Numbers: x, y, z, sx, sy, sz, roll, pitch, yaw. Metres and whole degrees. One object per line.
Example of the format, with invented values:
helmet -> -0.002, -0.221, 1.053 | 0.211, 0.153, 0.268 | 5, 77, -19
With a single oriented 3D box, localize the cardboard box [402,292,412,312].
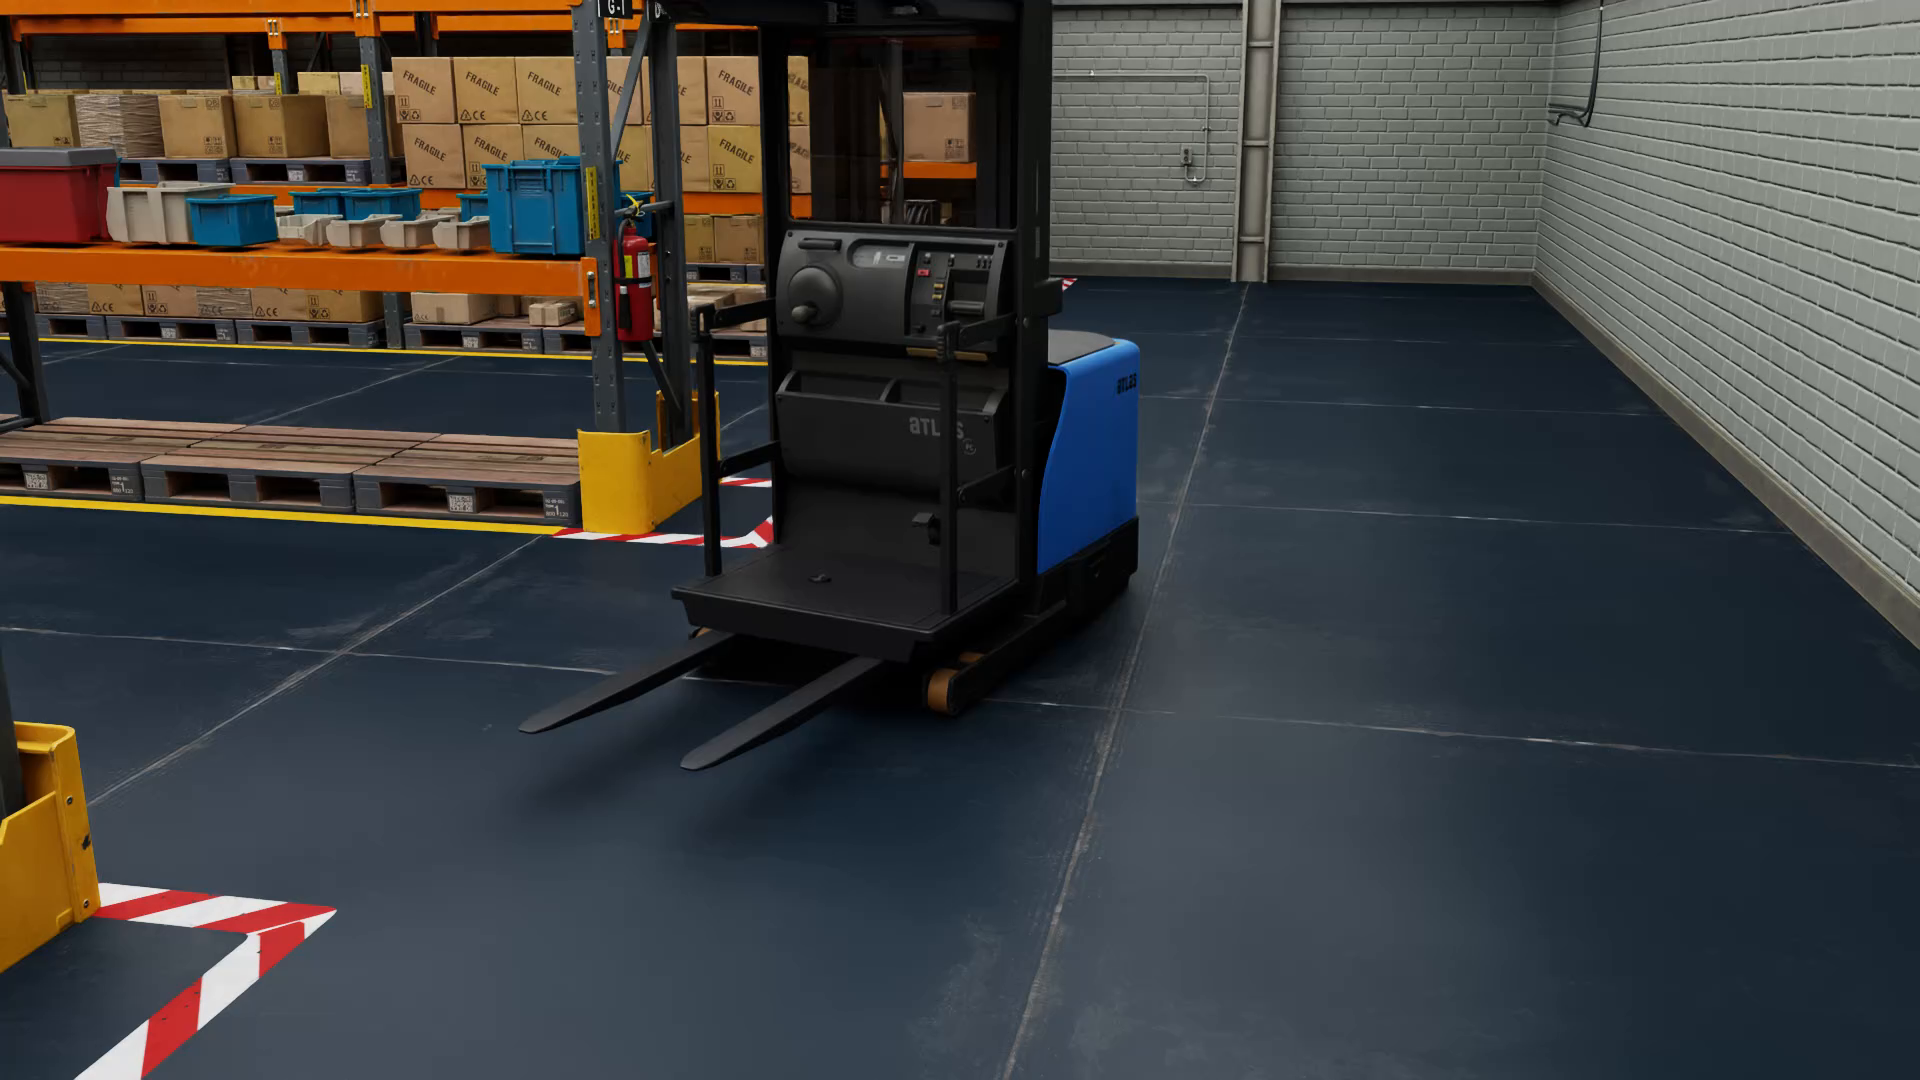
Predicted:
cardboard box -> -4.960, -2.231, 14.285 | 0.500, 0.500, 0.500 | 2, 16, 9

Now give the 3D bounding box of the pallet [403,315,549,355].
pallet -> -3.861, -1.753, 13.927 | 1.213, 0.211, 1.003 | 3, 16, 11

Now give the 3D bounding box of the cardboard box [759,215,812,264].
cardboard box -> -1.844, -3.306, 18.203 | 0.500, 0.500, 0.700 | 3, 16, 12

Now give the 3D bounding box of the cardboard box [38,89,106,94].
cardboard box -> -10.352, -5.048, 19.586 | 0.500, 0.500, 0.700 | 5, 16, 17

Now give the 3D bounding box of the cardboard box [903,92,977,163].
cardboard box -> -0.133, -4.386, 17.647 | 0.700, 0.700, 0.980 | 4, 16, 14

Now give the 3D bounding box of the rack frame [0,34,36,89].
rack frame -> -11.390, -4.856, 19.903 | 0.127, 3.000, 1.000 | 3, 16, 11

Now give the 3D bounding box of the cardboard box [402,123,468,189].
cardboard box -> -4.089, -3.084, 13.319 | 0.500, 0.500, 0.500 | 4, 16, 13

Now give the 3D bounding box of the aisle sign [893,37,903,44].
aisle sign -> -0.489, -4.247, 12.836 | 0.004, 0.787, 0.394 | 3, 16, 11

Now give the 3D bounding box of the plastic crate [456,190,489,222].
plastic crate -> -2.427, -1.708, 8.741 | 0.300, 0.233, 0.416 | 3, 16, 11

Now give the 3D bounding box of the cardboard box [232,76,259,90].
cardboard box -> -8.133, -5.240, 19.062 | 0.250, 0.149, 0.380 | 0, 15, 2

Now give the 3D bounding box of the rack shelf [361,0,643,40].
rack shelf -> -2.574, -4.127, 12.999 | 4.000, 0.370, 1.077 | 3, 16, 11

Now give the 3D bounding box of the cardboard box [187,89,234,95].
cardboard box -> -8.486, -4.948, 19.225 | 0.500, 0.500, 0.700 | 2, 16, 6

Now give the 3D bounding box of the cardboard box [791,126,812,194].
cardboard box -> -1.108, -2.922, 12.735 | 0.500, 0.500, 0.500 | 4, 16, 13

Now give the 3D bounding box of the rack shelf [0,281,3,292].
rack shelf -> -7.485, -1.598, 9.490 | 4.000, 0.370, 1.077 | 3, 16, 11

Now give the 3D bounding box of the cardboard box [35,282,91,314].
cardboard box -> -7.551, -2.229, 14.278 | 0.500, 0.500, 0.500 | 3, 16, 9

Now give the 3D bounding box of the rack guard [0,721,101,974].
rack guard -> -2.569, 0.876, 3.894 | 0.348, 0.500, 1.175 | 3, 16, 11

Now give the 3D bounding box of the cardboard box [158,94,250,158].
cardboard box -> -6.278, -3.463, 13.899 | 0.500, 0.500, 0.700 | -1, 16, -3

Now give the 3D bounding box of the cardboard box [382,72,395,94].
cardboard box -> -6.059, -5.060, 18.453 | 0.500, 0.250, 0.500 | 3, 16, 11

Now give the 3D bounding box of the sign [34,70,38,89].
sign -> -11.283, -5.559, 20.273 | 0.005, 0.325, 0.100 | 3, 16, 11

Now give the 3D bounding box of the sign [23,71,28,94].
sign -> -8.355, -4.009, 14.826 | 0.005, 0.325, 0.100 | 3, 16, 11

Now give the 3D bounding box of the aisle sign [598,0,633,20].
aisle sign -> -1.593, -2.798, 7.605 | 0.004, 0.787, 0.394 | 3, 16, 11

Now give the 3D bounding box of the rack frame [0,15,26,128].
rack frame -> -8.454, -3.347, 14.456 | 0.127, 3.000, 1.000 | 3, 16, 11

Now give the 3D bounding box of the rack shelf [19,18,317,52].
rack shelf -> -9.430, -5.848, 19.214 | 4.000, 0.370, 1.077 | 3, 16, 11

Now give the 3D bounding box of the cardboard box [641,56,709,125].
cardboard box -> -2.110, -3.456, 12.790 | 0.500, 0.500, 0.500 | 4, 16, 13

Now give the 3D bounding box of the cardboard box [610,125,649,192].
cardboard box -> -2.598, -3.004, 13.029 | 0.500, 0.500, 0.500 | 3, 16, 10

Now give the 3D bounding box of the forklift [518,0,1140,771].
forklift -> -0.354, -0.937, 5.884 | 1.130, 2.935, 3.031 | 8, 17, 26

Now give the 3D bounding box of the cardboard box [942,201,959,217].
cardboard box -> -0.174, -3.584, 17.994 | 0.250, 0.149, 0.380 | 3, 16, 11

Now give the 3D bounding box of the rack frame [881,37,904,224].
rack frame -> -0.614, -2.921, 12.919 | 0.127, 3.000, 1.000 | 3, 16, 11

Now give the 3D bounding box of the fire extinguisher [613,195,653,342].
fire extinguisher -> -1.548, -1.282, 7.844 | 0.183, 0.674, 0.296 | 3, 16, 11

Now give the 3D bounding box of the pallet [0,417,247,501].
pallet -> -4.797, -0.466, 9.278 | 1.213, 0.211, 1.003 | 3, 16, 11

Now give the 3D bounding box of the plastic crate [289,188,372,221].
plastic crate -> -3.366, -1.759, 8.925 | 0.300, 0.233, 0.416 | 3, 16, 11

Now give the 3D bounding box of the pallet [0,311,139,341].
pallet -> -7.730, -1.953, 14.649 | 1.213, 0.211, 1.003 | 3, 16, 11

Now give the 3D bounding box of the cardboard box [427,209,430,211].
cardboard box -> -5.919, -3.688, 18.926 | 0.750, 0.750, 0.750 | 3, 16, 11

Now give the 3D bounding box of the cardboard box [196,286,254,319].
cardboard box -> -6.049, -2.148, 13.986 | 0.500, 0.500, 0.500 | 3, 16, 12

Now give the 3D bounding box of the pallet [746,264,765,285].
pallet -> -1.622, -2.961, 18.286 | 1.213, 0.211, 1.003 | 3, 16, 11

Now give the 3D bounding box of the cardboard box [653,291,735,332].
cardboard box -> -2.121, -1.831, 13.310 | 0.500, 0.250, 0.500 | 3, 16, 11

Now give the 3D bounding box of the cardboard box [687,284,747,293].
cardboard box -> -2.071, -1.965, 13.792 | 0.500, 0.250, 0.500 | 3, 16, 11

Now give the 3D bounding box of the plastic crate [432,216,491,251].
plastic crate -> -2.440, -1.524, 8.255 | 0.243, 0.136, 0.396 | 3, 16, 11

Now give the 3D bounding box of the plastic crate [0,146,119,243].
plastic crate -> -4.700, -1.785, 8.585 | 0.583, 0.464, 0.402 | 3, 16, 11

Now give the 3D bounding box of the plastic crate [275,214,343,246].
plastic crate -> -3.293, -1.562, 8.394 | 0.250, 0.136, 0.298 | 3, 16, 11

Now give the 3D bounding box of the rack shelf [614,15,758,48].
rack shelf -> -1.591, -5.423, 17.678 | 4.000, 0.370, 1.077 | 3, 16, 11

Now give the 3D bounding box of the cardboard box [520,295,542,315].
cardboard box -> -3.540, -2.012, 14.152 | 0.250, 0.149, 0.380 | 3, 16, 11

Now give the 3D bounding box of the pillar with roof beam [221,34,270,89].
pillar with roof beam -> -9.430, -6.703, 15.335 | 0.400, 9.000, 9.100 | 3, 16, 11

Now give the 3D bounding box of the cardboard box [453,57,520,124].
cardboard box -> -3.623, -3.538, 13.086 | 0.500, 0.500, 0.500 | 3, 16, 9
